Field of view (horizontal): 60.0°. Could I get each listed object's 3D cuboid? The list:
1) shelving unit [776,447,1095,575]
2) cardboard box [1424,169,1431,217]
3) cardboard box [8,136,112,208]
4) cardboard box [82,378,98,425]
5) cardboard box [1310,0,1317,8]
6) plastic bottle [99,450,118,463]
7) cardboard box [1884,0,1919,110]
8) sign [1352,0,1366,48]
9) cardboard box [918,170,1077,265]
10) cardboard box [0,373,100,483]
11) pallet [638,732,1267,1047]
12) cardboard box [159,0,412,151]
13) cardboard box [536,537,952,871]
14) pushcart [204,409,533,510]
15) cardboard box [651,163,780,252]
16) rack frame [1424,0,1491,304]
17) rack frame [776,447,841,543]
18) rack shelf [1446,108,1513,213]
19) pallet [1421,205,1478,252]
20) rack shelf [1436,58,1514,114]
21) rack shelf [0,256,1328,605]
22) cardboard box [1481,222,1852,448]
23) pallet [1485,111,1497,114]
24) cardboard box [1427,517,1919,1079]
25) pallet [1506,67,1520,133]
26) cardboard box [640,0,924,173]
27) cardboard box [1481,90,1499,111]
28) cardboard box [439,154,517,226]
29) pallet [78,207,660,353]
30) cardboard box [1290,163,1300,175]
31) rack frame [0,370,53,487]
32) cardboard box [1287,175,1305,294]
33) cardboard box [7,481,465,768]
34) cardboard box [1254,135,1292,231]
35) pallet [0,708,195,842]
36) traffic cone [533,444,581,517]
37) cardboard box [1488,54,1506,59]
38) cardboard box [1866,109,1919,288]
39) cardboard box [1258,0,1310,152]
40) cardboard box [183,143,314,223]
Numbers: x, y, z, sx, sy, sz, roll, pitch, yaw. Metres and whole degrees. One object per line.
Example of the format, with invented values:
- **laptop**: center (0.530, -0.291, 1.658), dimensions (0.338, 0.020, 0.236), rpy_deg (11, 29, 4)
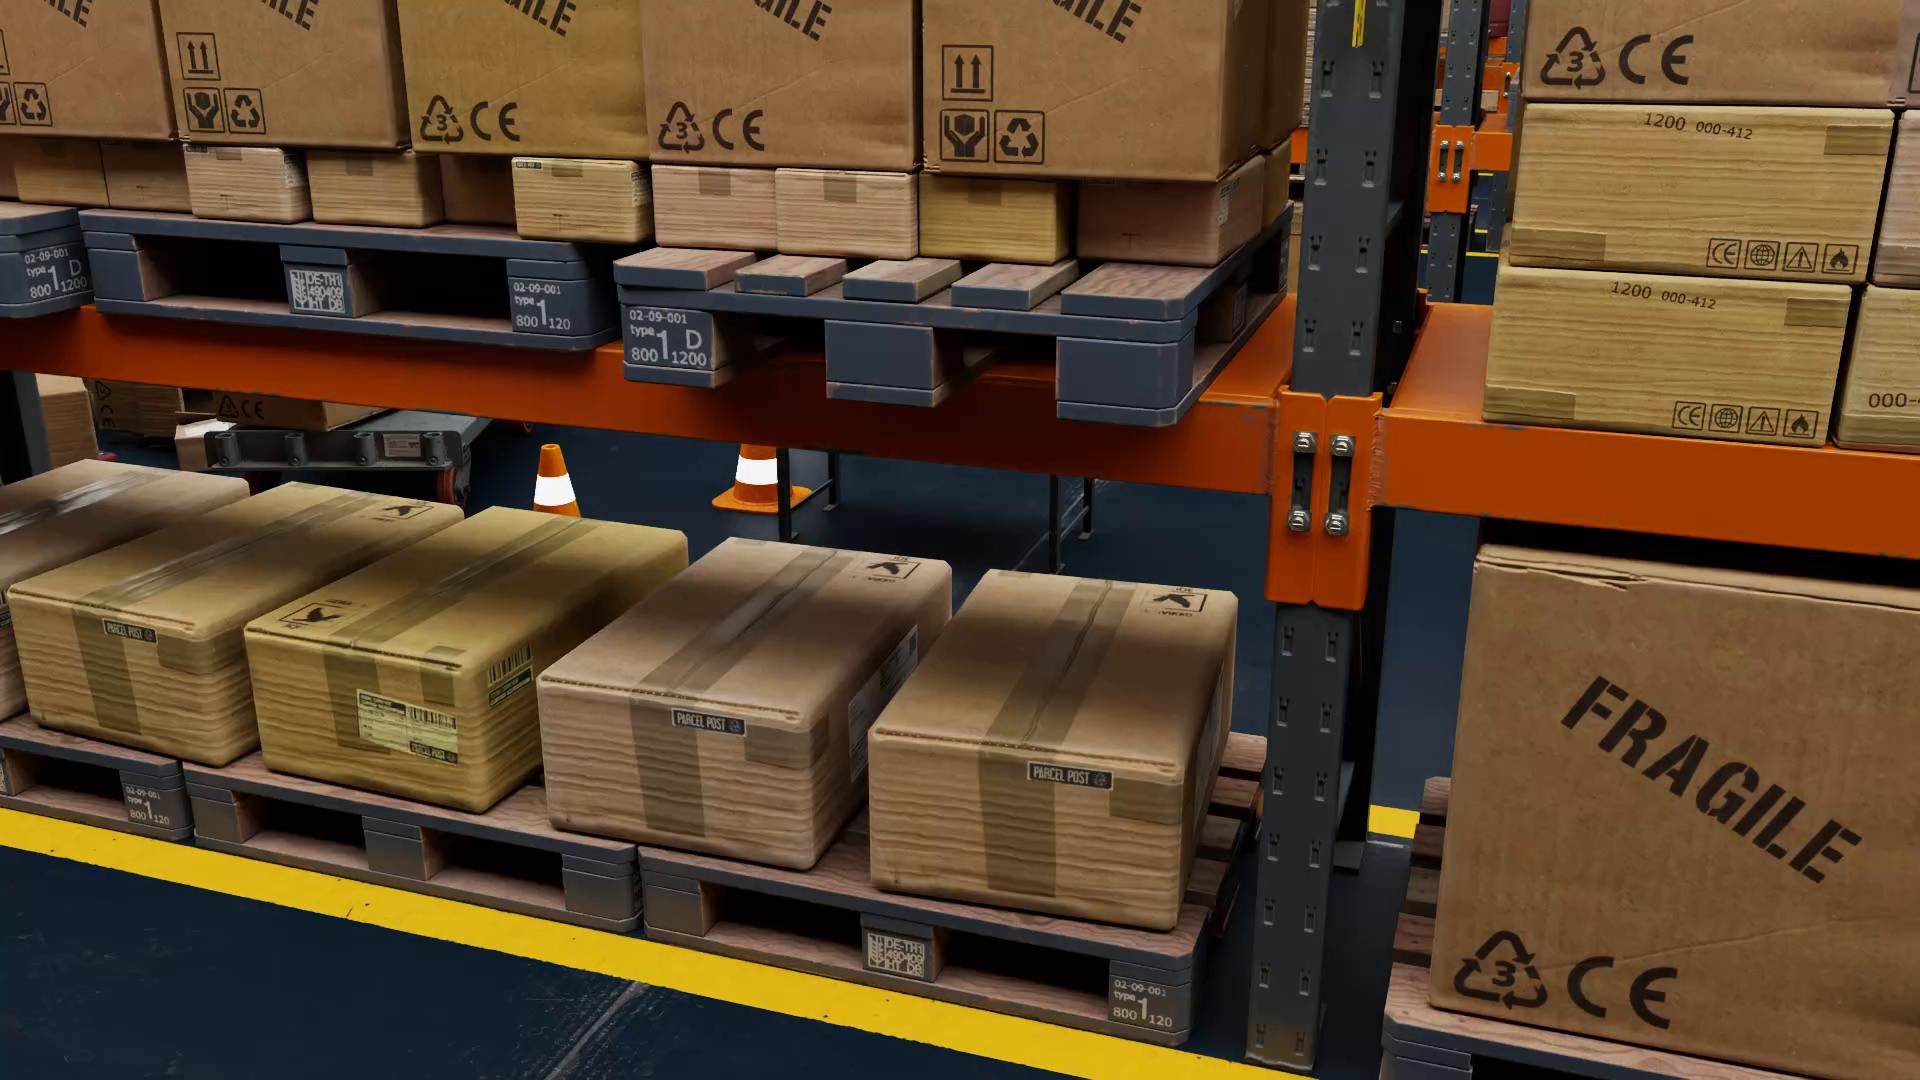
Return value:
- **shelving unit**: center (-0.081, -0.717, 5.856), dimensions (1.048, 1.500, 0.538), rpy_deg (7, 20, 18)
- **cardboard box**: center (3.383, -2.735, 12.495), dimensions (0.500, 0.500, 0.700), rpy_deg (5, 20, 15)
- **cardboard box**: center (-1.834, -0.837, 3.663), dimensions (0.250, 0.149, 0.380), rpy_deg (7, 20, 19)
- **cardboard box**: center (-4.296, -0.843, 7.731), dimensions (0.637, 0.503, 0.797), rpy_deg (-7, 20, -20)
- **cardboard box**: center (1.879, -2.681, 7.540), dimensions (0.500, 0.500, 0.700), rpy_deg (6, 20, 18)
- **plastic bottle**: center (-3.611, -0.327, 6.923), dimensions (0.283, 0.061, 0.133), rpy_deg (10, 22, 27)
- **cardboard box**: center (1.628, -0.900, 2.430), dimensions (0.500, 0.500, 0.500), rpy_deg (7, 20, 18)
- **sign**: center (0.601, -0.900, 2.462), dimensions (0.005, 0.325, 0.100), rpy_deg (7, 20, 18)
- **cardboard box**: center (0.107, -0.609, 3.009), dimensions (0.250, 0.149, 0.380), rpy_deg (7, 20, 19)
- **cardboard box**: center (-3.573, -0.352, 6.323), dimensions (0.500, 0.500, 0.500), rpy_deg (-11, 22, -29)
- **pallet**: center (0.033, 0.671, 3.829), dimensions (1.213, 0.211, 1.003), rpy_deg (7, 20, 18)
- **cardboard box**: center (-1.234, -1.075, 3.361), dimensions (0.500, 0.500, 0.500), rpy_deg (6, 20, 16)
- **cardboard box**: center (-0.459, 0.341, 3.896), dimensions (0.625, 0.372, 0.950), rpy_deg (6, 20, 17)
- **pushcart**: center (-2.307, -0.469, 6.847), dimensions (0.936, 0.377, 1.648), rpy_deg (0, 19, -1)
- **cardboard box**: center (-0.381, -0.652, 3.132), dimensions (0.250, 0.149, 0.380), rpy_deg (6, 20, 15)
- **rack frame**: center (2.300, -2.110, 7.573), dimensions (0.127, 3.000, 1.000), rpy_deg (7, 20, 18)
- **rack frame**: center (-0.561, -0.772, 6.013), dimensions (0.032, 1.500, 0.500), rpy_deg (7, 20, 18)
- **rack shelf**: center (4.189, -1.555, 7.072), dimensions (4.000, 0.370, 1.077), rpy_deg (7, 20, 18)
- **pallet**: center (3.285, -2.410, 12.669), dimensions (1.213, 0.211, 1.003), rpy_deg (7, 20, 18)
- **rack shelf**: center (2.134, -3.518, 12.704), dimensions (4.000, 0.370, 1.077), rpy_deg (7, 20, 18)
- **rack shelf**: center (-1.119, -0.437, 3.865), dimensions (4.000, 0.370, 1.077), rpy_deg (7, 20, 18)
- **cardboard box**: center (1.150, -0.358, 2.775), dimensions (0.500, 0.250, 0.500), rpy_deg (6, 20, 17)
- **pallet**: center (6.512, -5.506, 21.550), dimensions (1.213, 0.211, 1.003), rpy_deg (7, 20, 18)
- **cardboard box**: center (1.396, 0.345, 3.119), dimensions (0.875, 0.875, 0.875), rpy_deg (6, 20, 18)
- **pallet**: center (3.008, -1.976, 7.479), dimensions (1.003, 0.211, 1.213), rpy_deg (7, 20, 18)
- **cardboard box**: center (-0.242, -0.961, 3.036), dimensions (0.500, 0.500, 0.500), rpy_deg (6, 20, 17)
- **cardboard box**: center (6.700, -5.602, 21.130), dimensions (0.500, 0.250, 0.500), rpy_deg (7, 20, 19)
- **cardboard box**: center (-0.842, -0.743, 3.396), dimensions (0.250, 0.149, 0.380), rpy_deg (7, 20, 18)
- **pallet**: center (-1.113, -0.671, 3.735), dimensions (1.213, 0.211, 1.003), rpy_deg (7, 20, 18)
- **cardboard box**: center (2.317, -2.850, 12.825), dimensions (0.500, 0.500, 0.700), rpy_deg (8, 21, 23)
- **rack frame**: center (-3.008, -0.992, 4.366), dimensions (0.127, 3.000, 1.000), rpy_deg (7, 20, 18)
- **cardboard box**: center (1.754, -1.340, 8.144), dimensions (0.750, 0.750, 1.050), rpy_deg (6, 20, 17)
- **cardboard box**: center (-1.831, 0.183, 4.350), dimensions (0.625, 0.372, 0.950), rpy_deg (8, 21, 21)
- **cardboard box**: center (0.525, -0.733, 3.366), dimensions (0.250, 0.149, 0.380), rpy_deg (5, 20, 15)
- **pallet**: center (-2.272, 0.408, 4.585), dimensions (1.213, 0.211, 1.003), rpy_deg (7, 20, 18)
- **traffic cone**: center (-1.377, -0.096, 5.648), dimensions (0.334, 0.463, 0.336), rpy_deg (7, 20, 18)
- **cardboard box**: center (8.202, -7.351, 25.737), dimensions (0.500, 0.500, 0.700), rpy_deg (7, 20, 19)
- **cardboard box**: center (1.656, -0.538, 2.531), dimensions (0.500, 0.250, 0.500), rpy_deg (7, 20, 19)
- **cardboard box**: center (0.422, -1.067, 3.338), dimensions (0.500, 0.500, 0.500), rpy_deg (6, 20, 17)
- **cardboard box**: center (-1.367, -0.765, 3.457), dimensions (0.250, 0.149, 0.380), rpy_deg (7, 21, 20)
